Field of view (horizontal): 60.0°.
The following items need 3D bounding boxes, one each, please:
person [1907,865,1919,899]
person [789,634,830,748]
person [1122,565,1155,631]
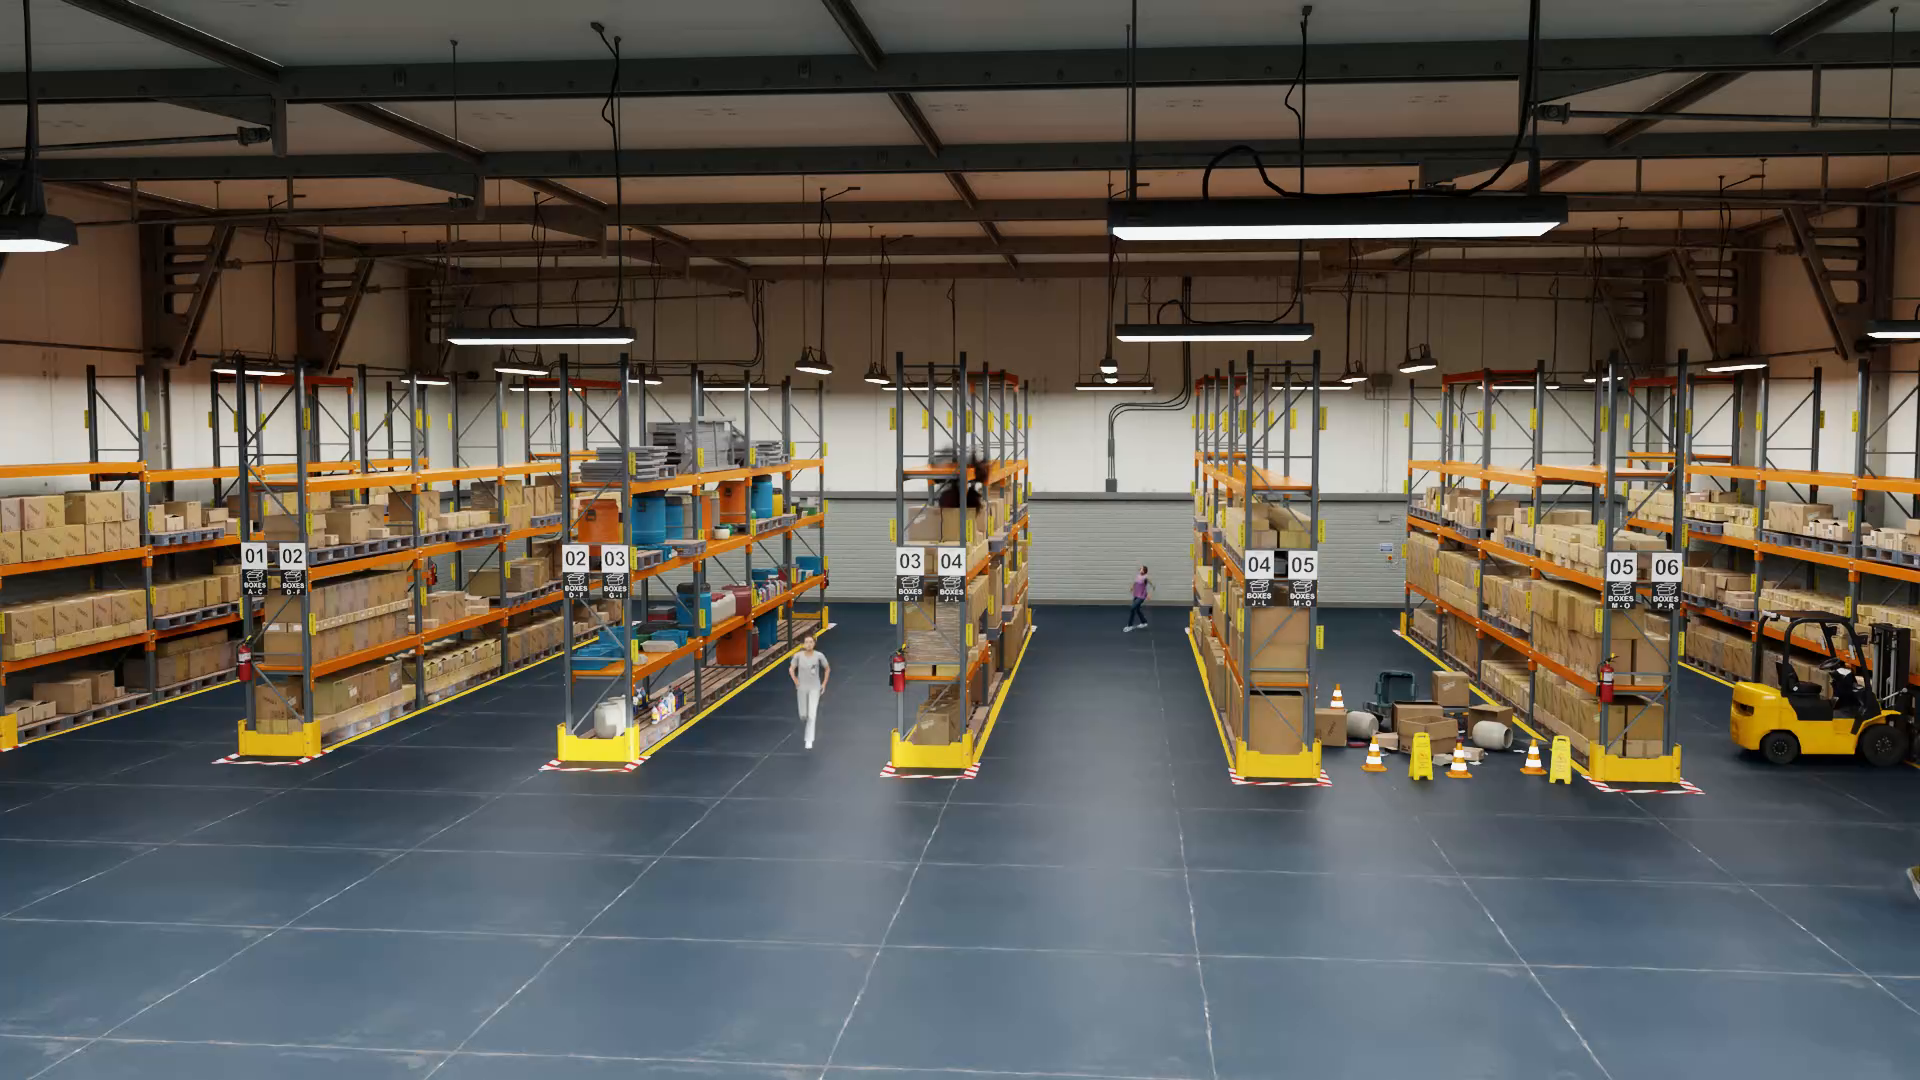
[{"bbox_3d":[10.128,2.904,16.848,0.718,1.761,0.965,-2,5,-27],"label":"person"},{"bbox_3d":[-2.219,2.200,24.503,0.600,1.646,0.652,0,4,3],"label":"person"},{"bbox_3d":[4.251,1.387,39.732,0.783,1.574,0.583,-2,5,-29],"label":"person"}]
